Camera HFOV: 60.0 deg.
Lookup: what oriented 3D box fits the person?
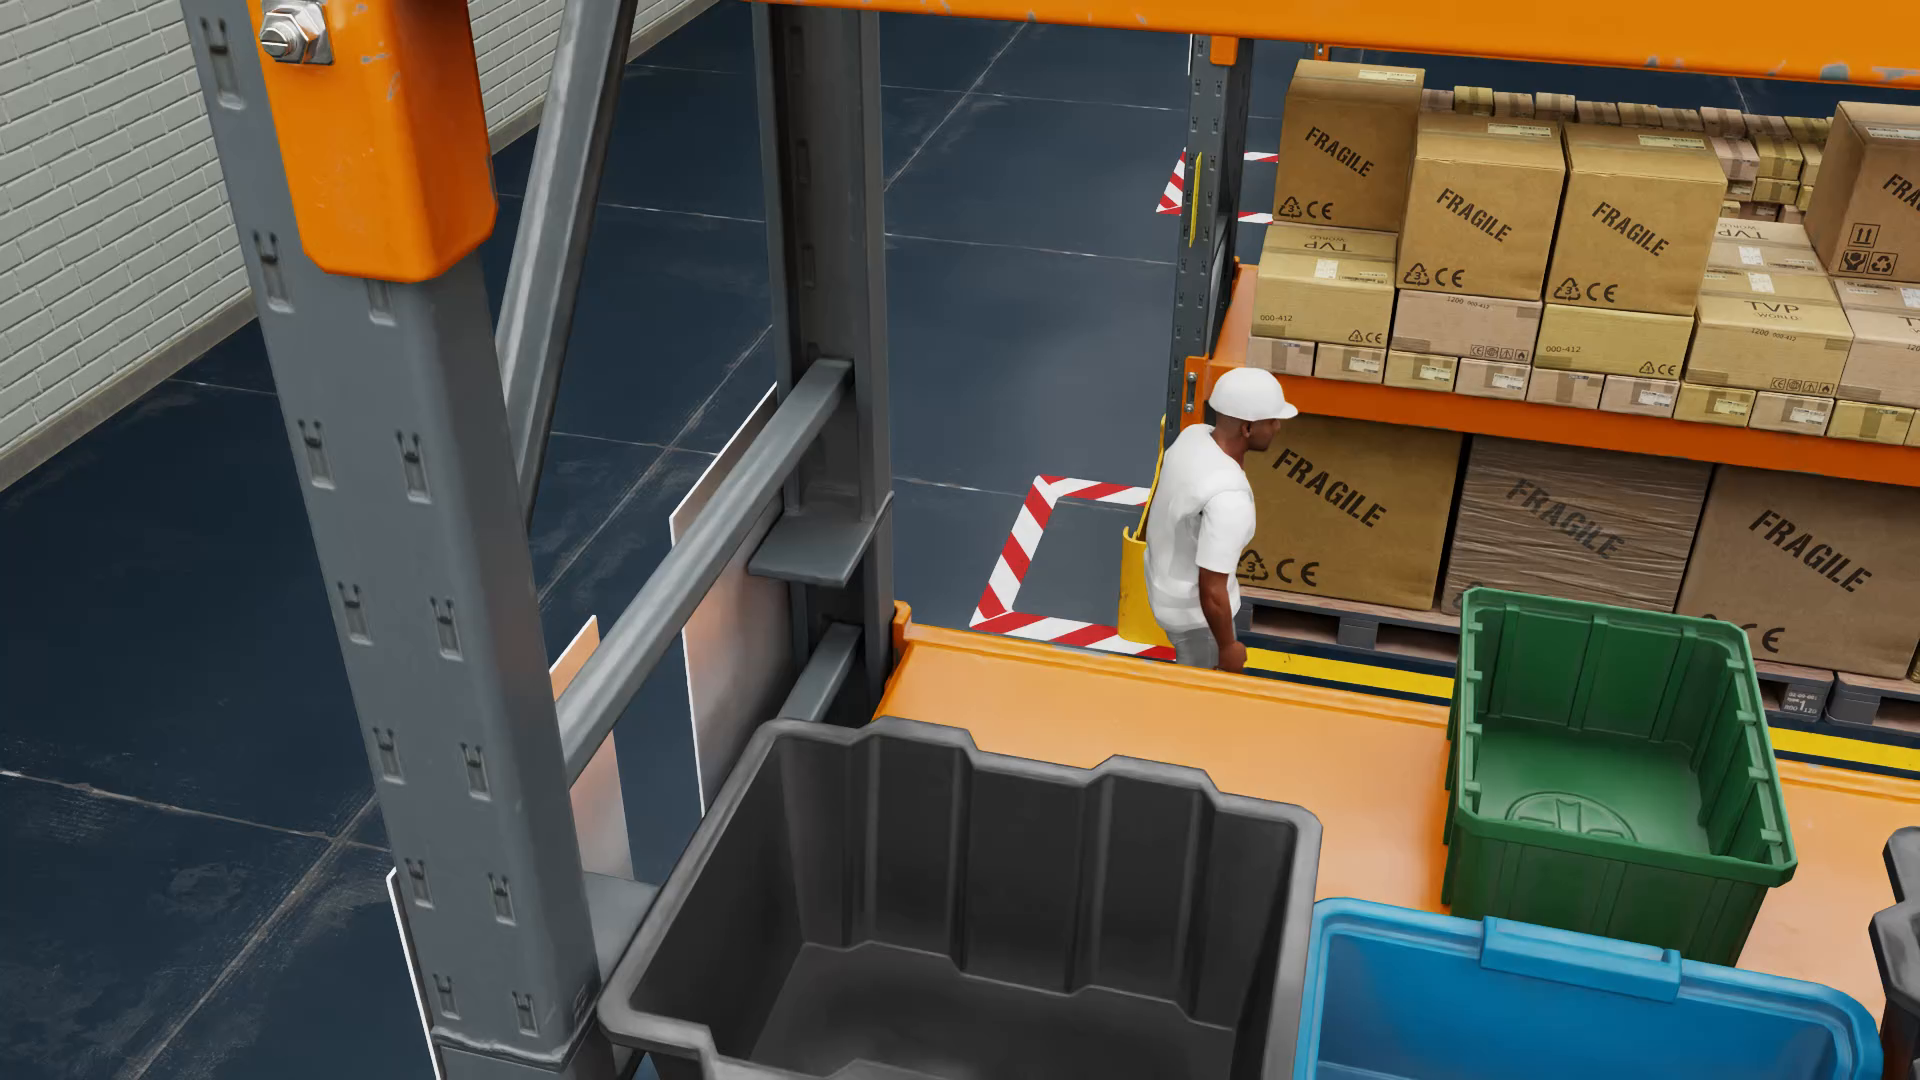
[{"bbox_3d":[0.871,0.208,5.796,0.461,1.761,0.637,-1,33,-1],"label":"person"}]
